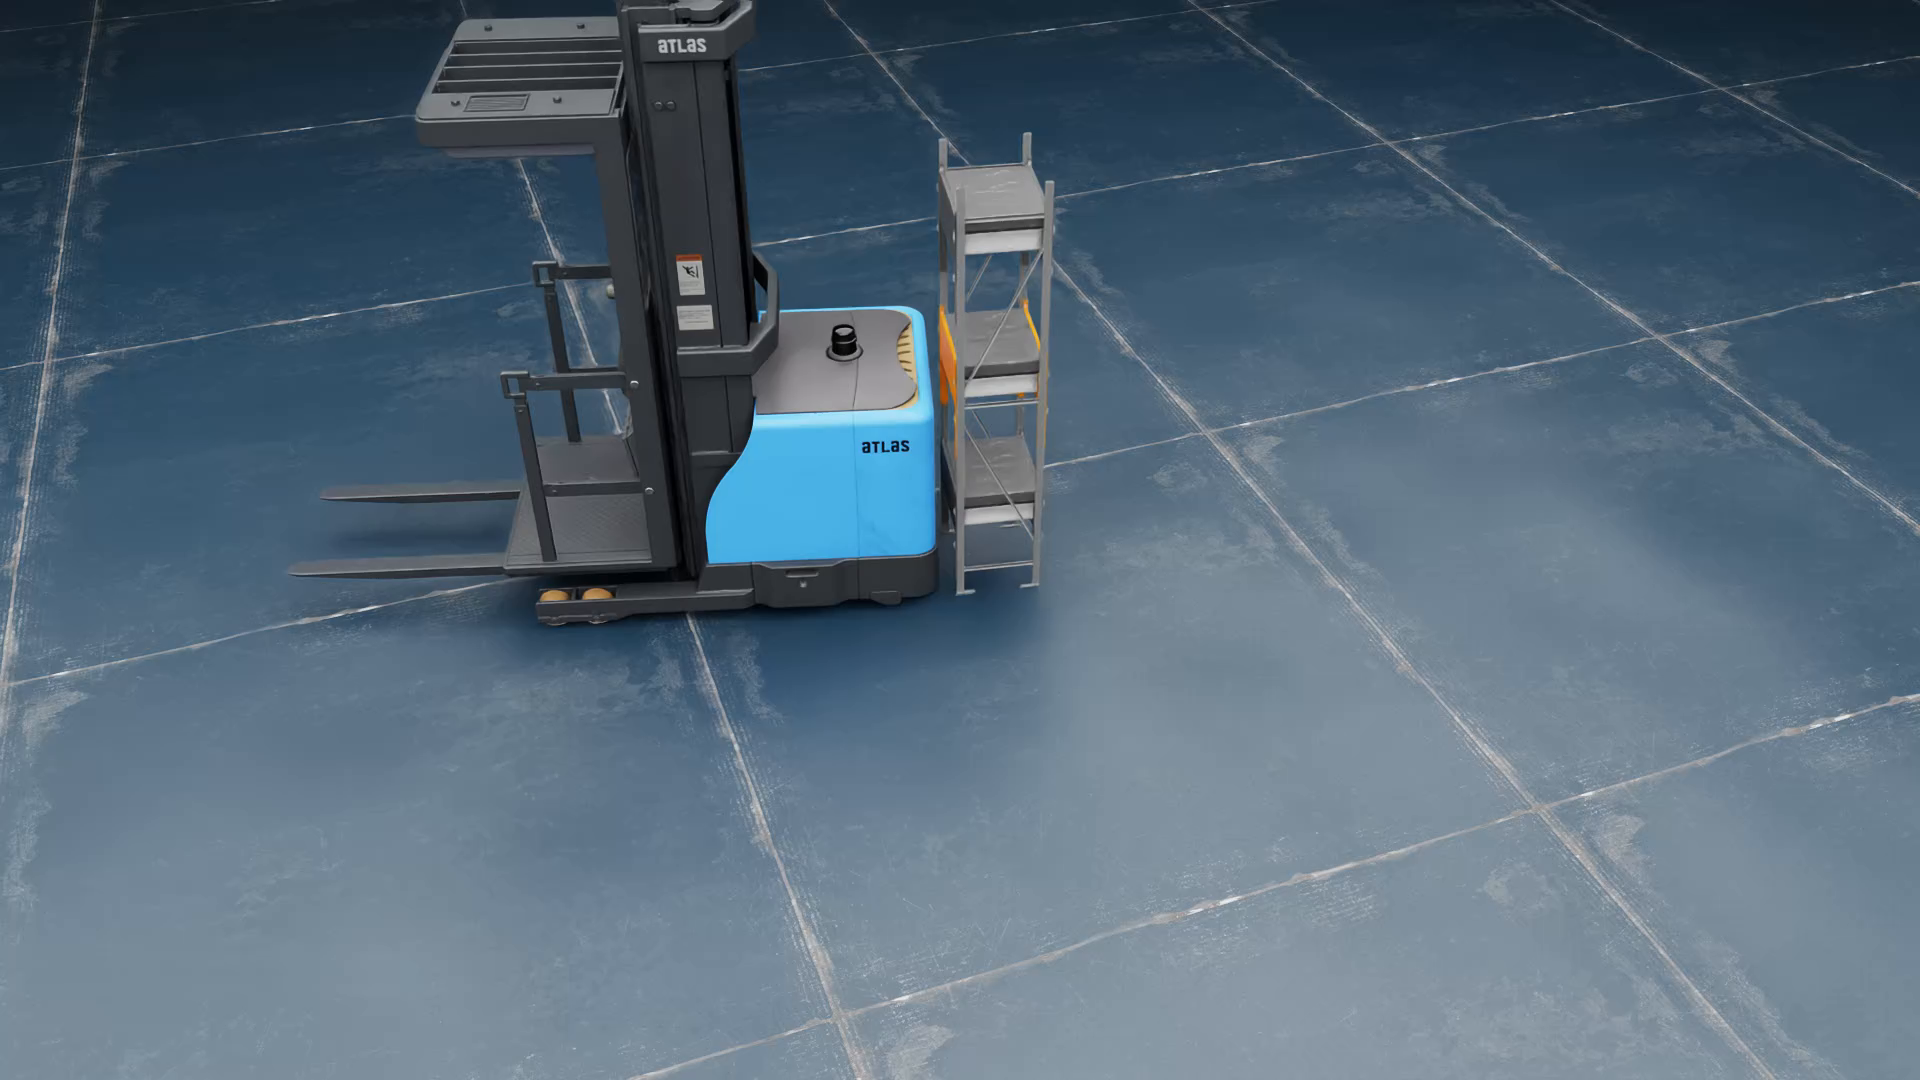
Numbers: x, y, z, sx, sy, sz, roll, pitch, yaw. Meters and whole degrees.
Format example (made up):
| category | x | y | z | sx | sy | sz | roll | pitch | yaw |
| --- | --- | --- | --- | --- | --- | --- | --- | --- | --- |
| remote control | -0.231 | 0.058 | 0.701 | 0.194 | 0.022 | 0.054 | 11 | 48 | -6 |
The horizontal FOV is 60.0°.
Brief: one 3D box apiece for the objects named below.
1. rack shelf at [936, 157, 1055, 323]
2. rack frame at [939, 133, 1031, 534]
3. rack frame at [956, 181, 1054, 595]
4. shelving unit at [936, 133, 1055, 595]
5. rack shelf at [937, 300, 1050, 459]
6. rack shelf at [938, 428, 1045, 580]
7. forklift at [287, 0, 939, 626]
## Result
| category | x | y | z | sx | sy | sz | roll | pitch | yaw |
| --- | --- | --- | --- | --- | --- | --- | --- | --- | --- |
| rack shelf | 0.146 | -1.291 | 7.138 | 0.431 | 0.518 | 0.480 | -5 | 37 | -7 |
| rack frame | 0.108 | -0.889 | 7.744 | 0.400 | 2.100 | 0.015 | -5 | 37 | -7 |
| rack frame | 0.183 | -0.599 | 7.360 | 0.400 | 2.100 | 0.015 | -5 | 37 | -7 |
| shelving unit | 0.146 | -0.744 | 7.552 | 0.431 | 2.100 | 0.503 | -5 | 37 | -7 |
| rack shelf | 0.146 | -0.733 | 7.560 | 0.431 | 0.518 | 0.480 | -5 | 37 | -7 |
| rack shelf | 0.145 | -0.175 | 7.982 | 0.431 | 0.518 | 0.480 | -5 | 37 | -7 |
| forklift | -1.643 | -1.101 | 7.336 | 3.031 | 2.935 | 1.130 | -2 | 37 | -3 |
